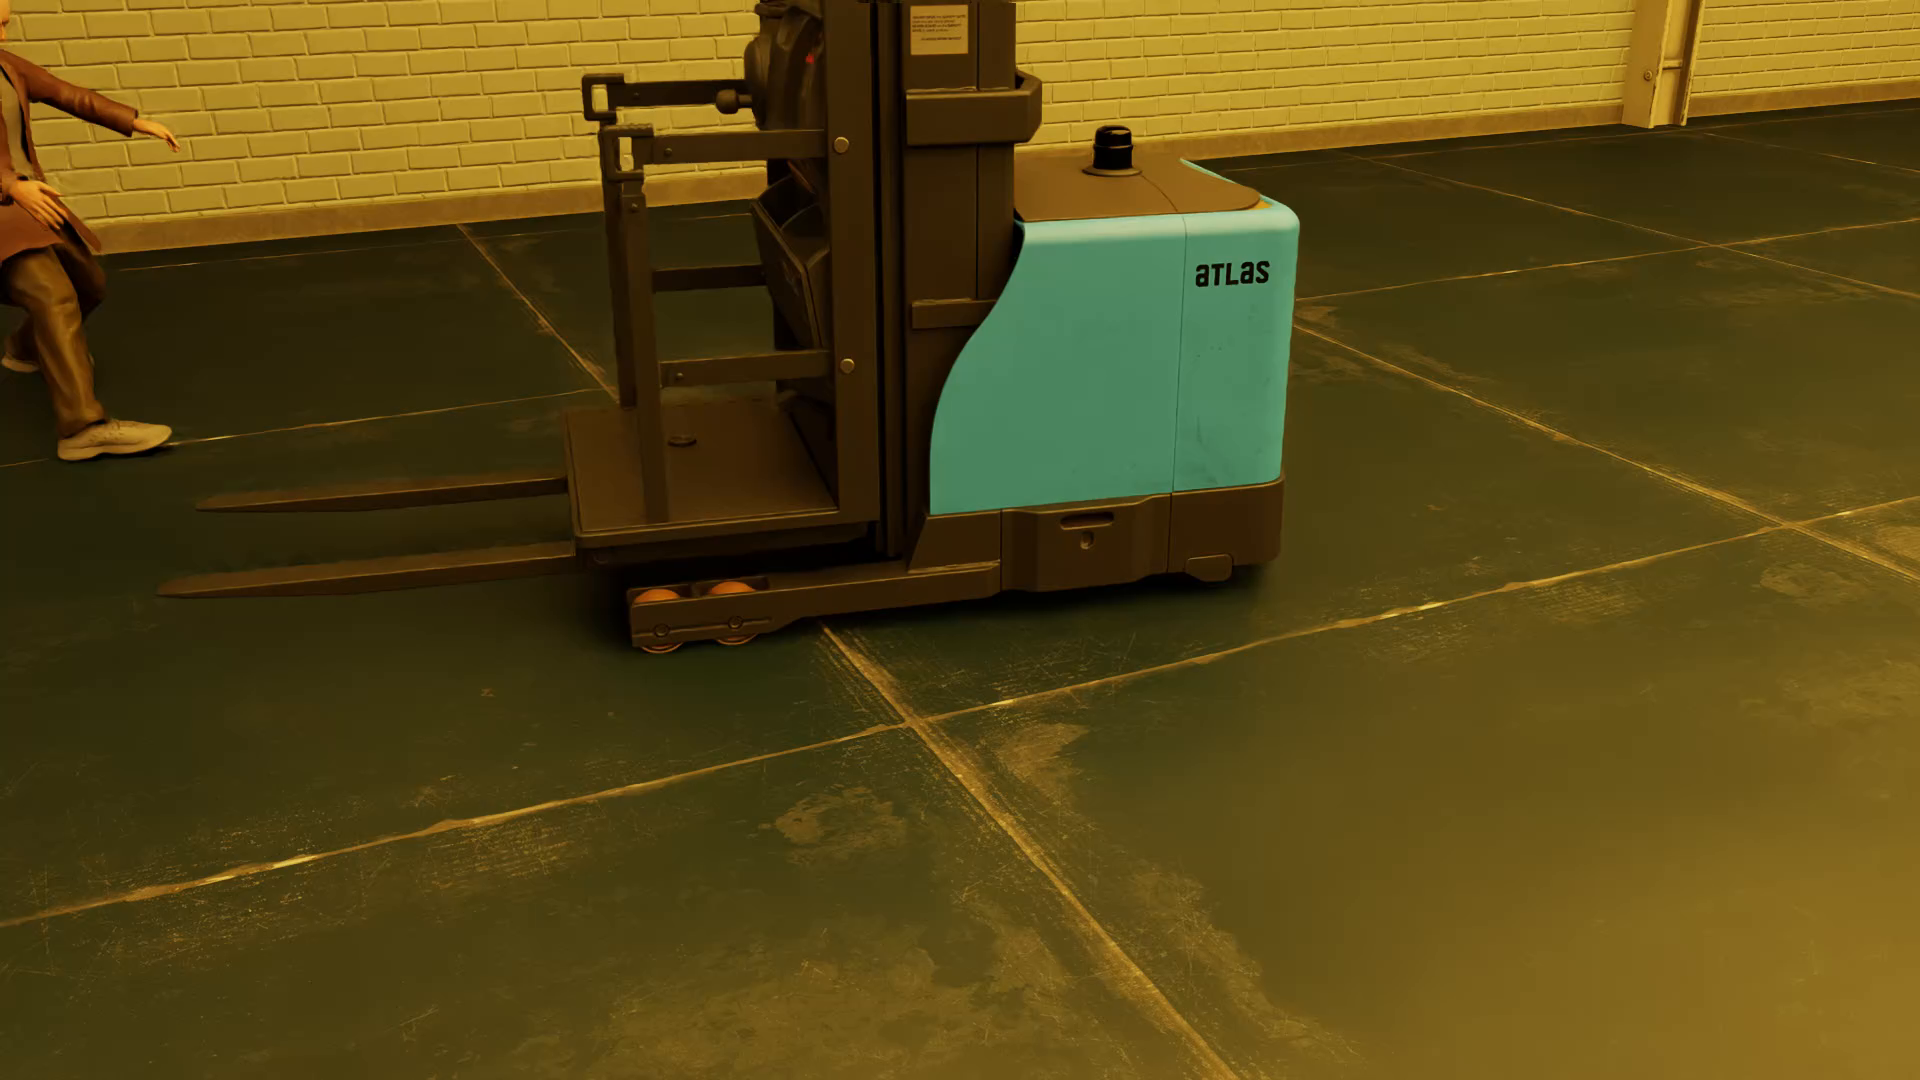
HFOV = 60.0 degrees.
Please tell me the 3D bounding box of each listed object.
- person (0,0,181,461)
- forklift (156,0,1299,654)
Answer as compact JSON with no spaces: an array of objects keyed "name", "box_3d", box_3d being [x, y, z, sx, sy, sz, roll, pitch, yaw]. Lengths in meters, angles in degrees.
[{"name":"person","box_3d":[-3.278,-1.146,6.034,1.049,1.446,1.213,1,23,2]},{"name":"forklift","box_3d":[-0.647,-1.278,4.363,3.031,2.935,1.130,-6,23,-13]}]
